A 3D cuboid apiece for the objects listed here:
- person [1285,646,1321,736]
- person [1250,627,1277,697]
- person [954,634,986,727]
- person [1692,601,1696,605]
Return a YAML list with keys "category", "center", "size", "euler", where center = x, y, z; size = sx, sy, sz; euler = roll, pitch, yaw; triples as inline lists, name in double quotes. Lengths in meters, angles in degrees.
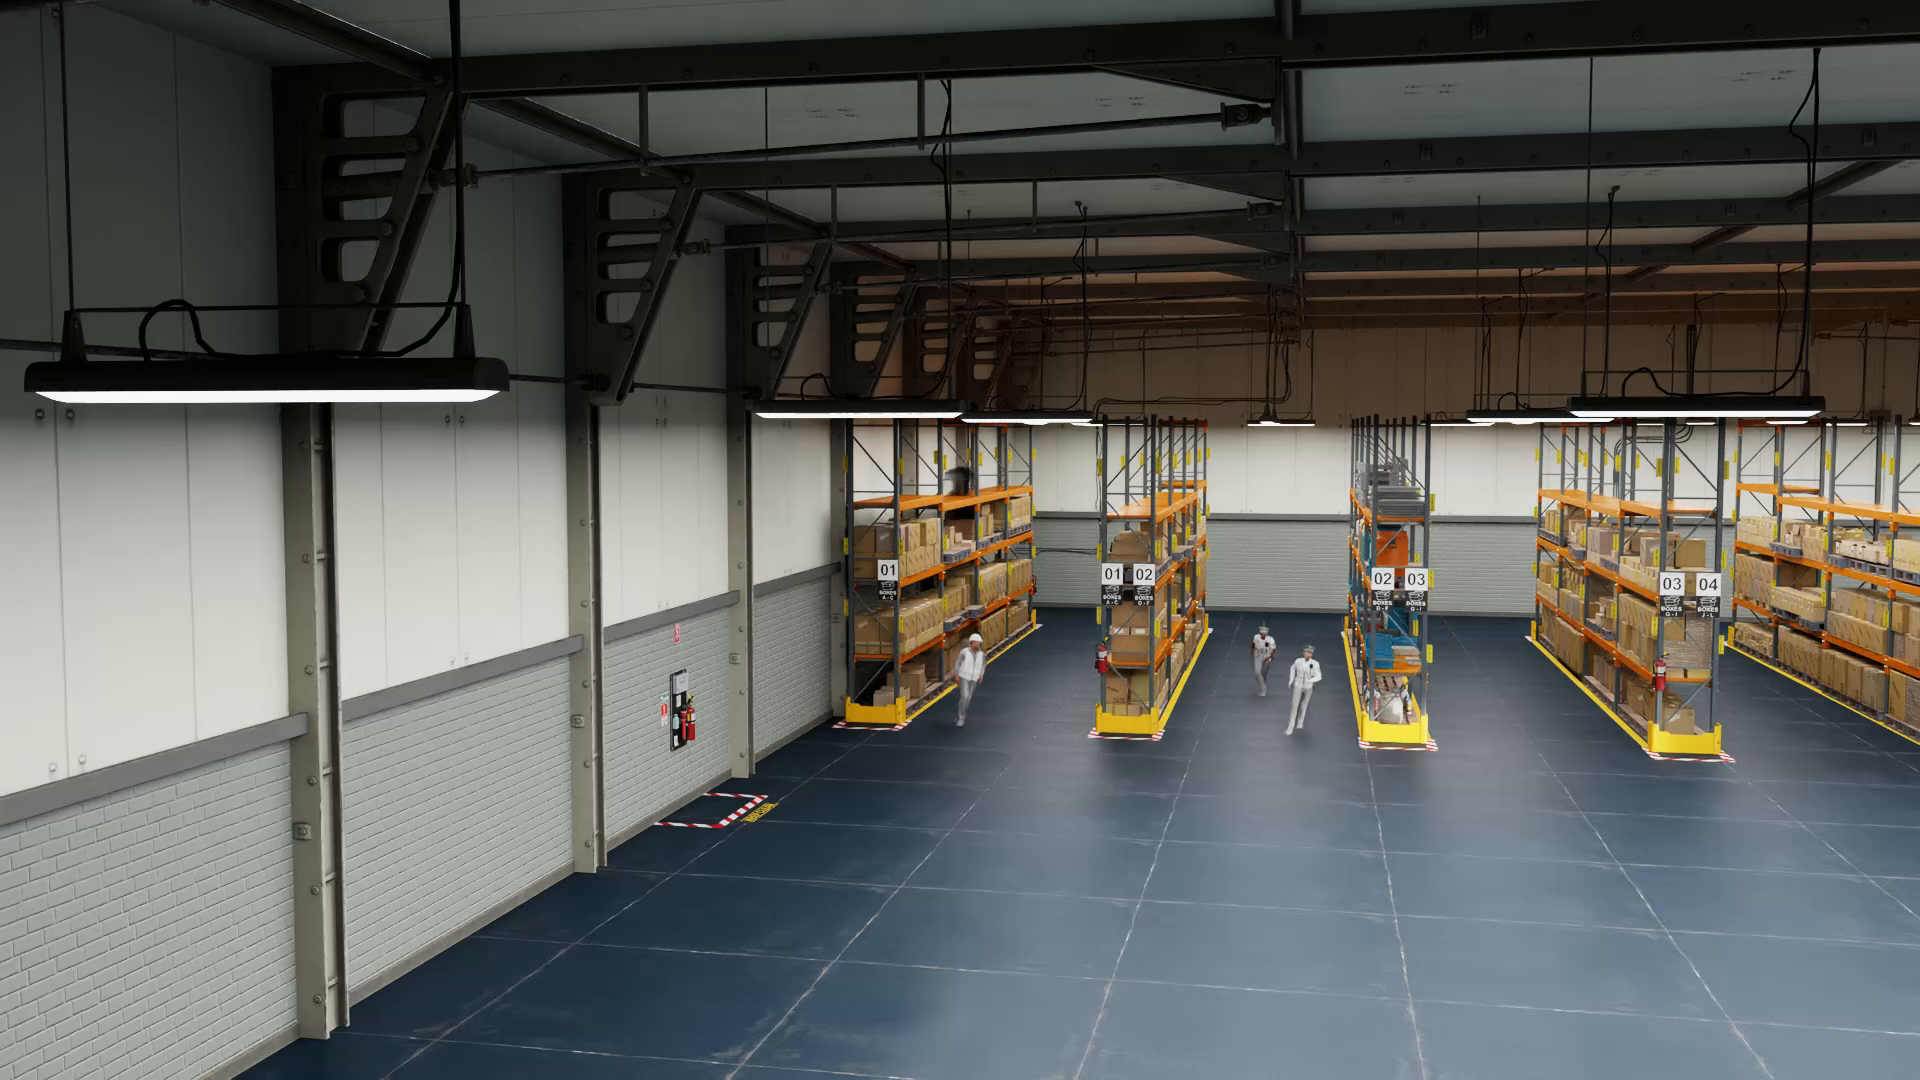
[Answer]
- category: "person"
  center: [6.454, 2.787, 31.215]
  size: [0.646, 1.658, 0.872]
  euler: [1, 4, 14]
- category: "person"
  center: [6.542, 2.576, 35.811]
  size: [0.585, 1.513, 0.991]
  euler: [1, 4, 16]
- category: "person"
  center: [0.174, 2.690, 32.191]
  size: [0.738, 1.739, 0.631]
  euler: [-2, 4, -24]
- category: "person"
  center: [18.933, 2.092, 42.537]
  size: [0.500, 1.606, 0.670]
  euler: [1, 4, 14]
